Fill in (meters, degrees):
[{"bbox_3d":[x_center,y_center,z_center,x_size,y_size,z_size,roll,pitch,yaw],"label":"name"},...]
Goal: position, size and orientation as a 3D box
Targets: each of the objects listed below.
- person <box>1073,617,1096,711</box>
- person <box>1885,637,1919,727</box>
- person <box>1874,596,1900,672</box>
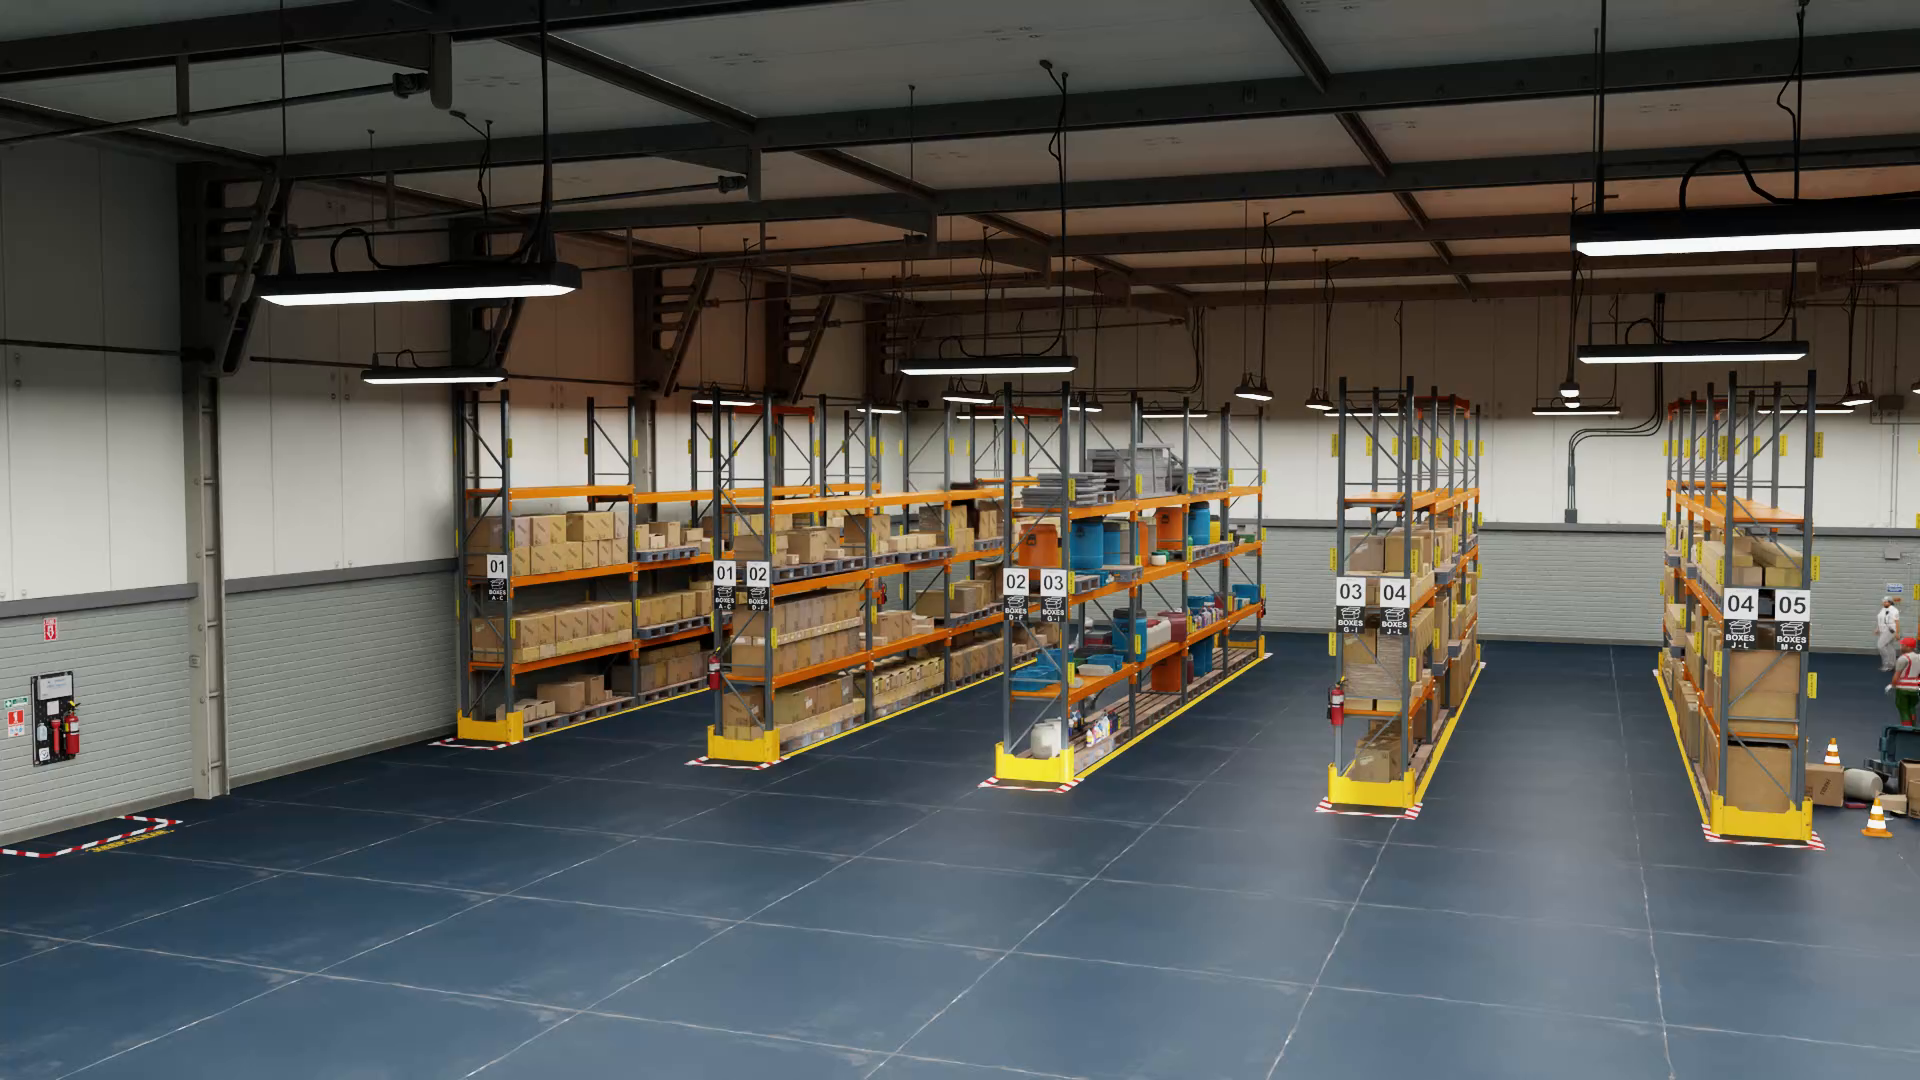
[{"bbox_3d":[2.368,2.363,31.728,0.564,1.816,0.443,-2,4,-28],"label":"person"},{"bbox_3d":[16.061,2.551,28.215,0.615,1.819,0.536,0,3,8],"label":"person"},{"bbox_3d":[20.874,2.112,37.440,0.541,1.703,0.497,0,3,6],"label":"person"}]
